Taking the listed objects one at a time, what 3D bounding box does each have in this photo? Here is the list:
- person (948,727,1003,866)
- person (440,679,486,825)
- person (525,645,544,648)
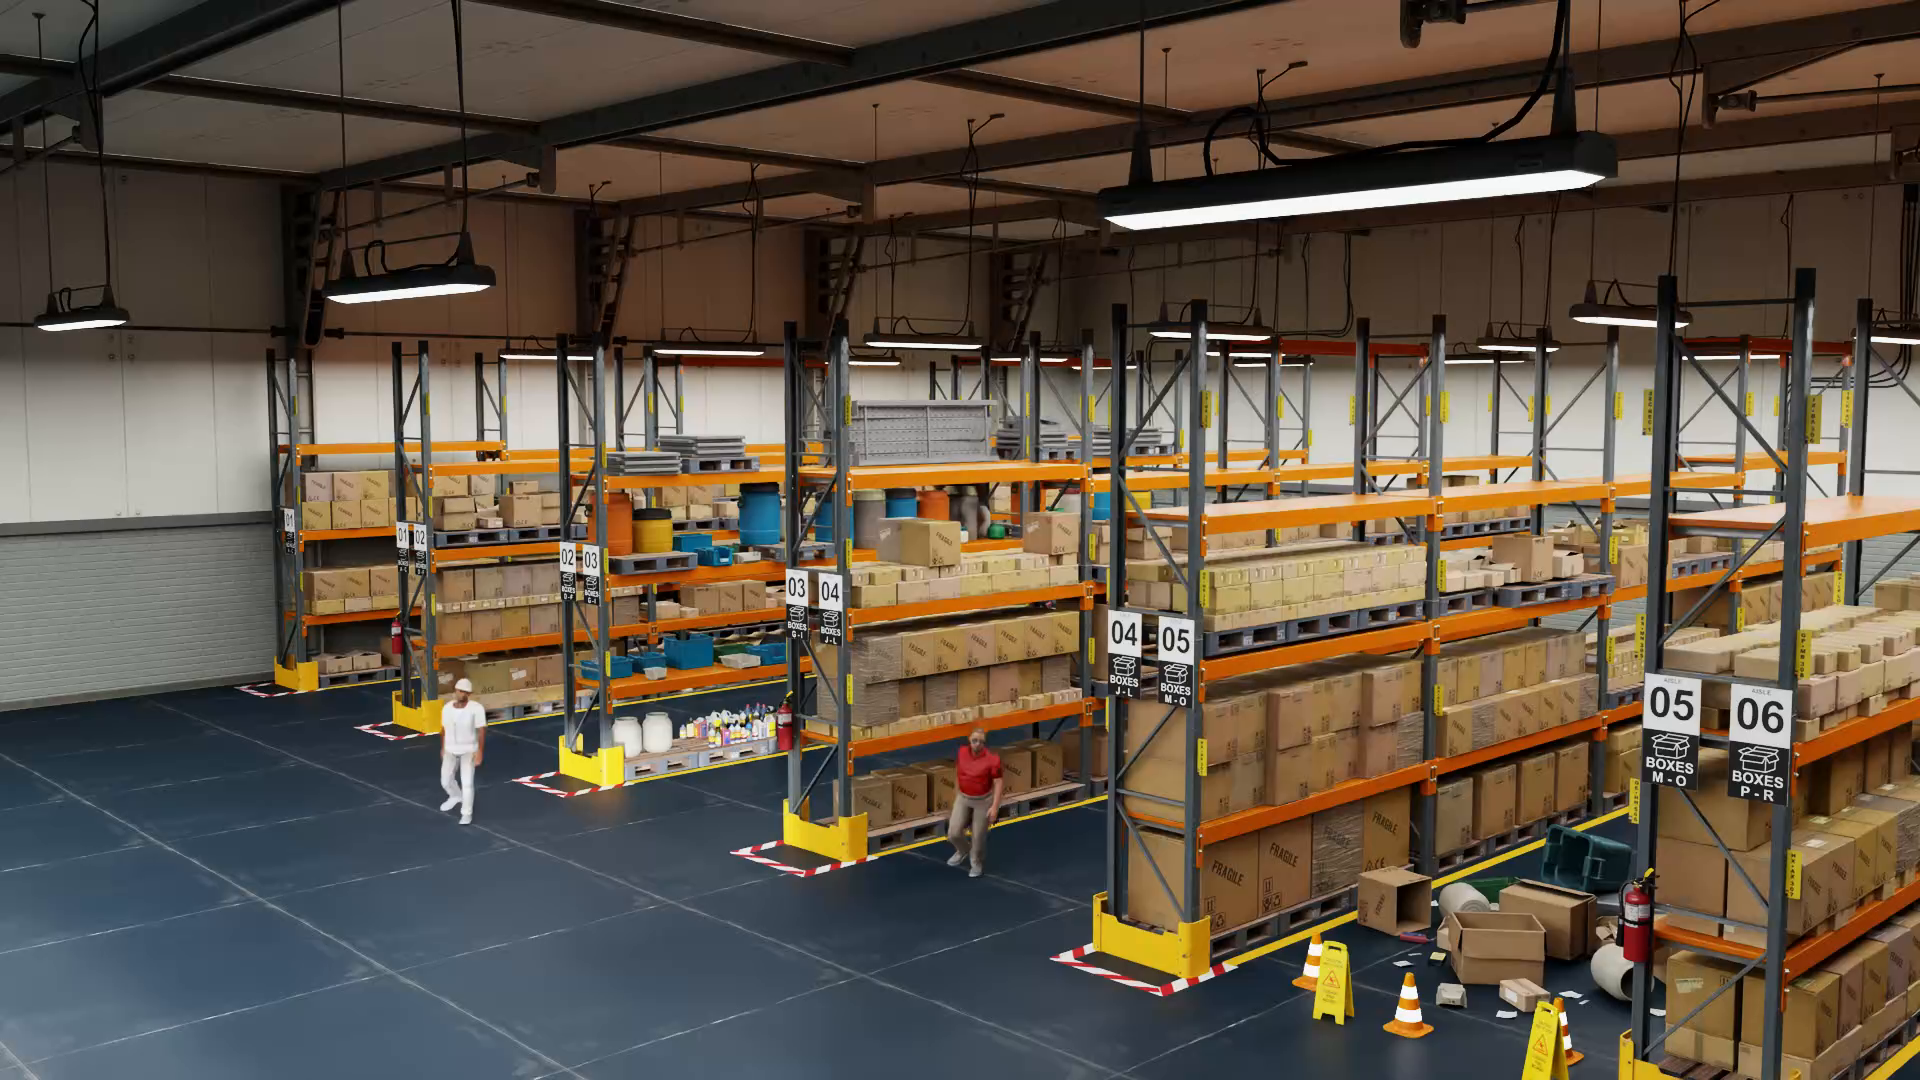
[{"bbox_3d":[0.175,2.749,17.788,0.647,1.584,0.571,2,5,17],"label":"person"},{"bbox_3d":[-6.038,2.538,20.169,0.680,1.754,0.552,1,5,7],"label":"person"},{"bbox_3d":[-7.756,1.612,30.294,0.615,1.660,0.839,2,5,20],"label":"person"}]
